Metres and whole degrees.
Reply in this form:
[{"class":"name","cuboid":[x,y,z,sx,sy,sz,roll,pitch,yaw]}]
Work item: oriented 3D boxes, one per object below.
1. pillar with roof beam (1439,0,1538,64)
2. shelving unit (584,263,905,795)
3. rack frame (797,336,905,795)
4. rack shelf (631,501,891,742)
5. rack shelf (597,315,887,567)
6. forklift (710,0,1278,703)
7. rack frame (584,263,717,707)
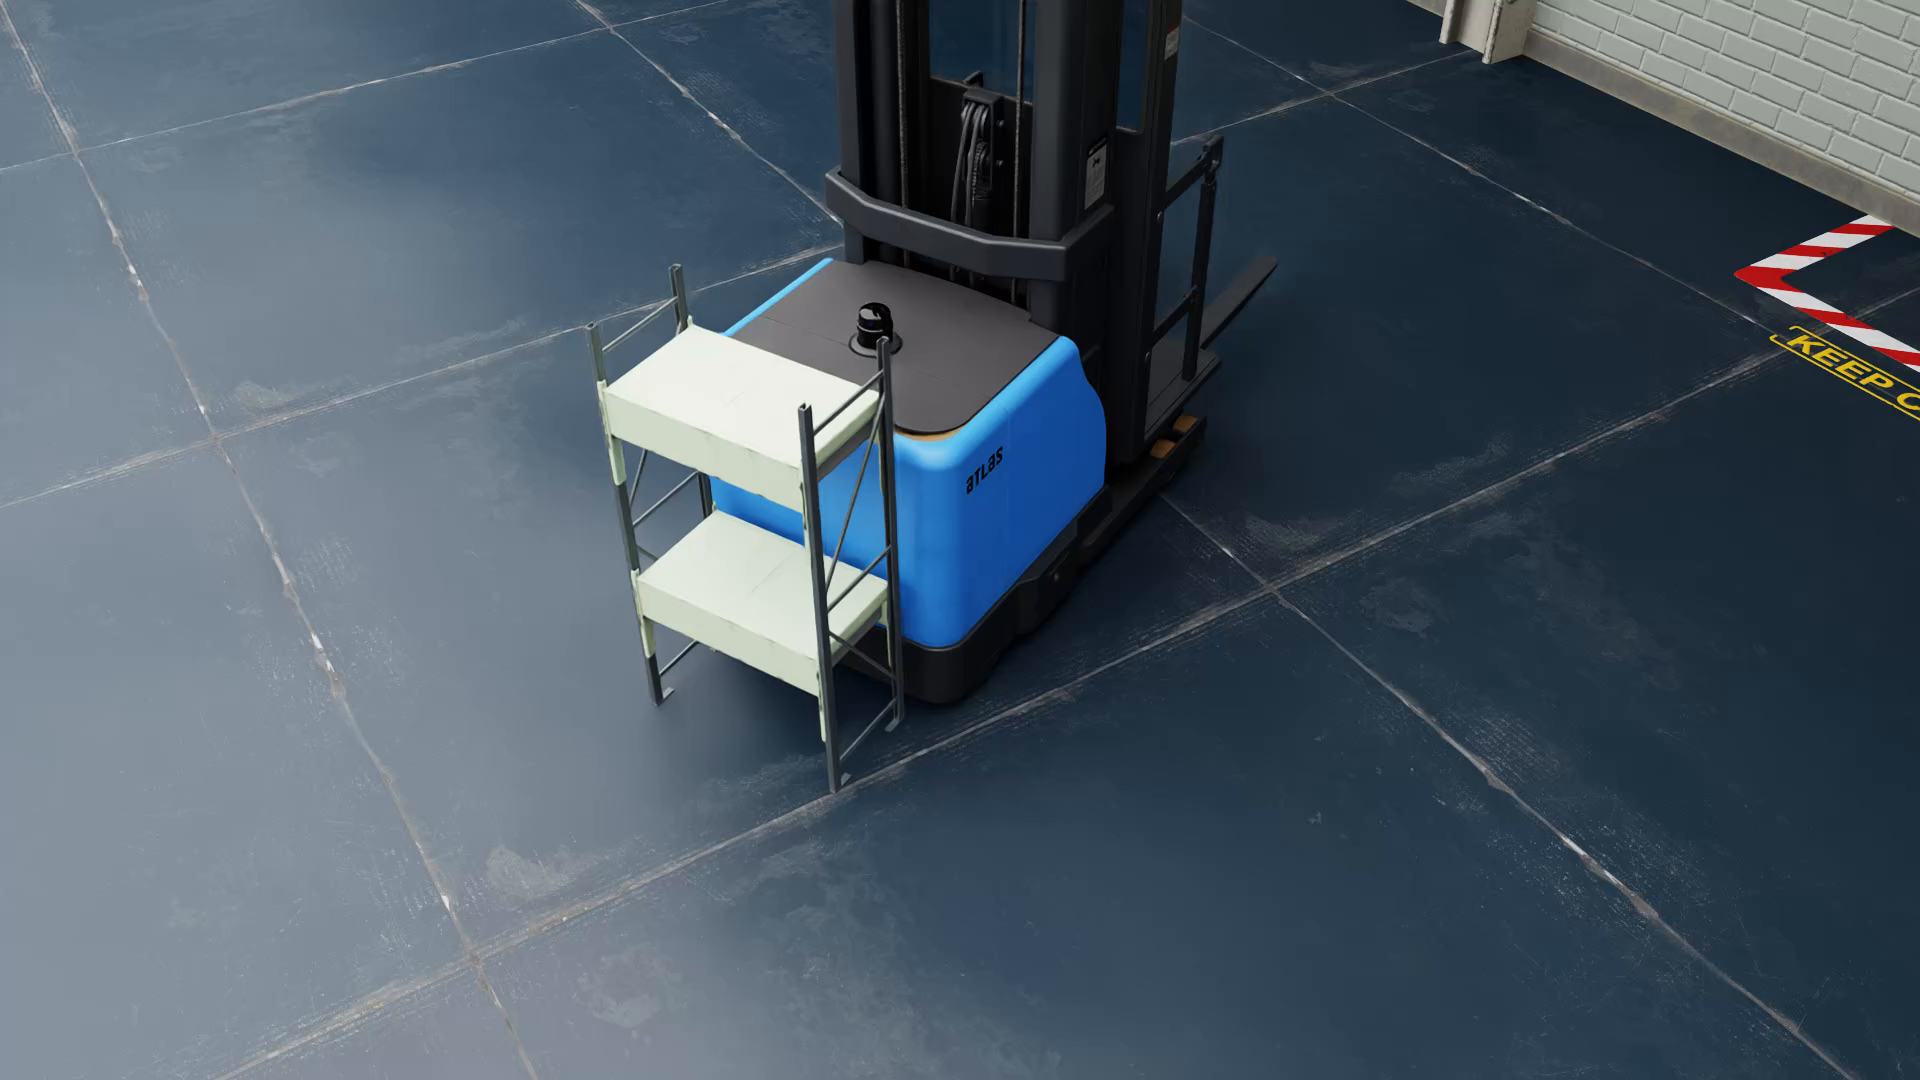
[{"class":"pillar with roof beam","cuboid":[-0.582,-4.855,5.047,9.100,9.000,0.400,-22,45,-24]},{"class":"shelving unit","cuboid":[-0.614,-0.001,5.075,0.755,1.500,0.431,22,45,24]},{"class":"rack frame","cuboid":[-0.303,0.123,4.926,0.023,1.500,0.400,22,45,24]},{"class":"rack shelf","cuboid":[-0.612,0.248,5.286,0.720,0.370,0.431,22,45,24]},{"class":"rack shelf","cuboid":[-0.616,-0.298,4.823,0.720,0.370,0.431,22,45,24]},{"class":"forklift","cuboid":[0.327,-1.504,5.765,1.130,2.935,3.031,22,45,24]},{"class":"rack frame","cuboid":[-0.924,-0.125,5.224,0.023,1.500,0.400,22,45,24]}]
